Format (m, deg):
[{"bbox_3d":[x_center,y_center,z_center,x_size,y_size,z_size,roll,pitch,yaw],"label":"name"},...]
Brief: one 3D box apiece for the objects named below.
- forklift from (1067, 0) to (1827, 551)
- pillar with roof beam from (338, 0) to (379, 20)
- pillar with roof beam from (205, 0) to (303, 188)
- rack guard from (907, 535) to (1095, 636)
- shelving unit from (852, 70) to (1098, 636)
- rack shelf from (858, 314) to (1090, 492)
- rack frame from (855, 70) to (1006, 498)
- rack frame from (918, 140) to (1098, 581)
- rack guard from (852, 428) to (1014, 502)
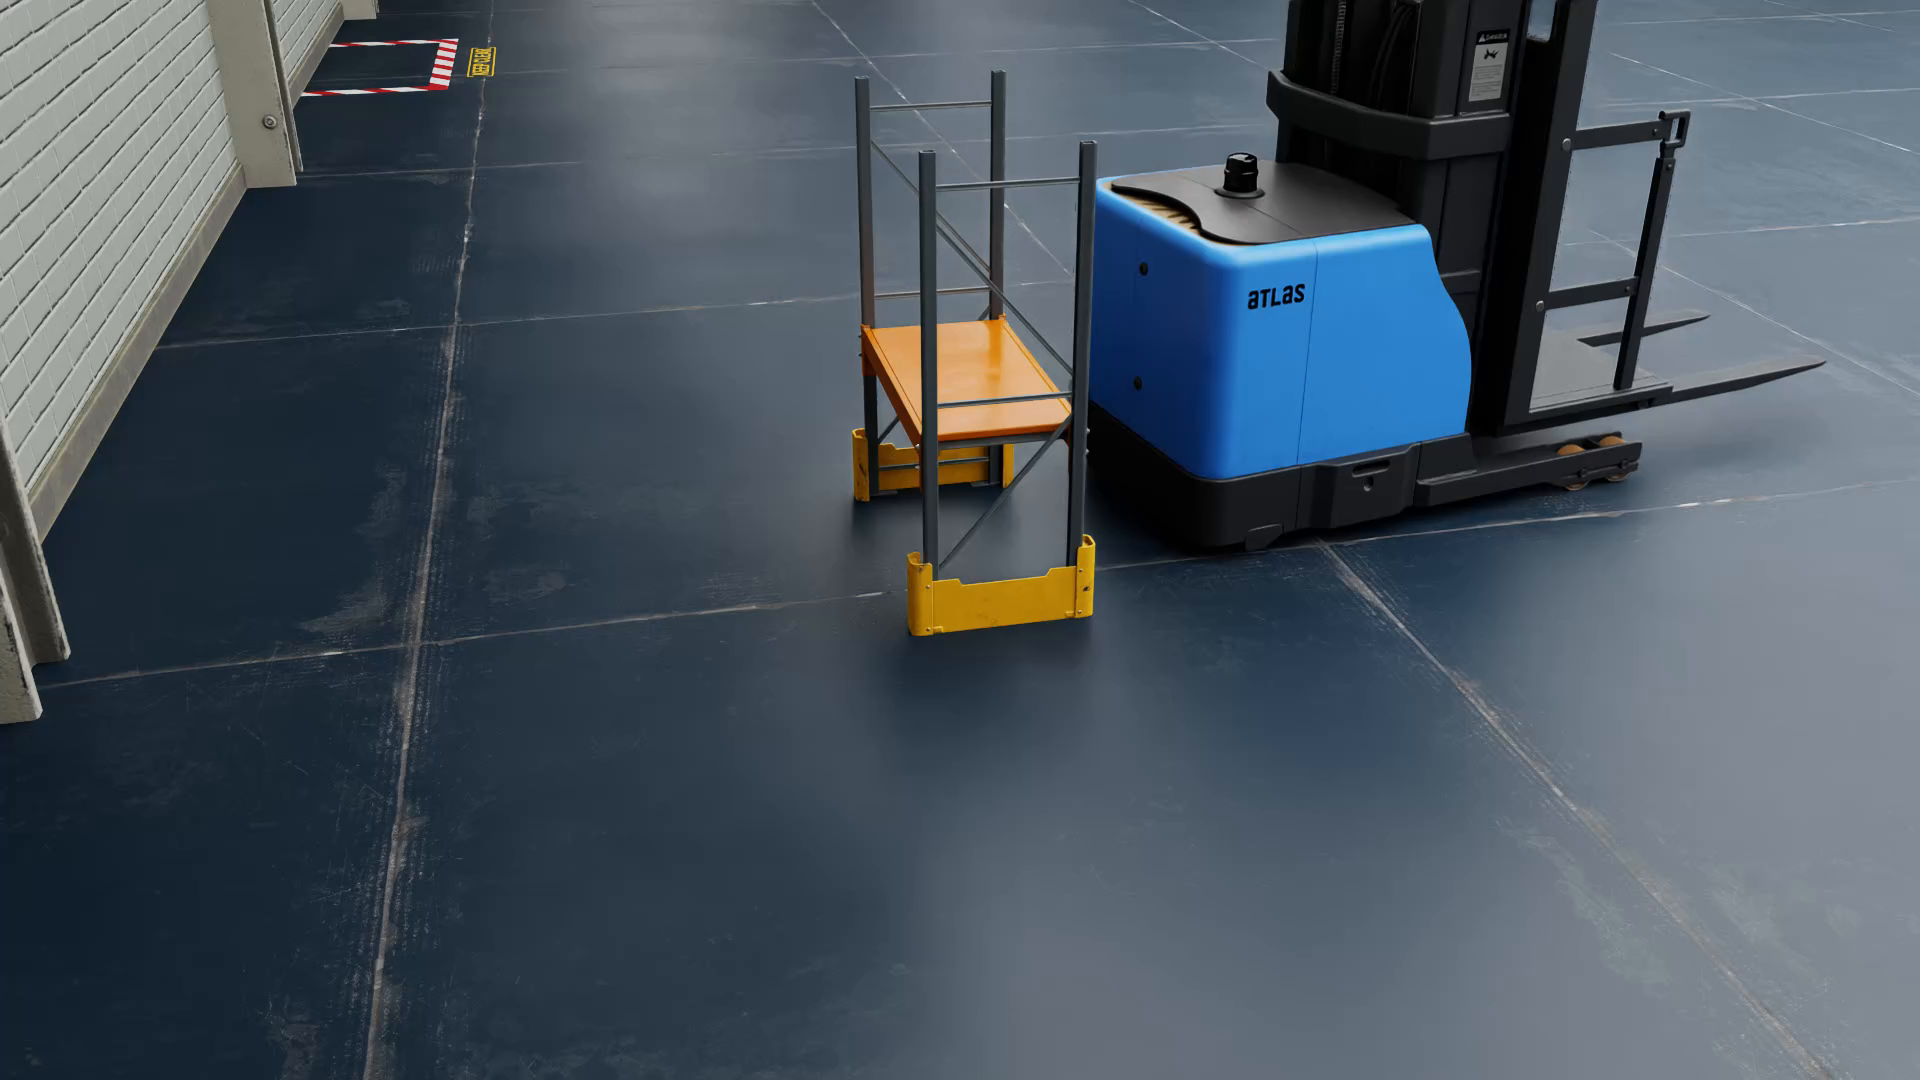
[{"bbox_3d":[1.968,-1.696,5.857,3.031,2.935,1.130,-11,29,-21],"label":"forklift"},{"bbox_3d":[-1.332,-9.282,14.154,9.100,9.000,0.400,-6,27,-12],"label":"pillar with roof beam"},{"bbox_3d":[0.020,-6.648,8.935,9.100,9.000,0.400,-6,27,-12],"label":"pillar with roof beam"},{"bbox_3d":[0.129,0.140,5.194,0.587,0.250,0.087,-6,27,-12],"label":"rack guard"},{"bbox_3d":[0.017,-0.636,5.346,0.587,1.500,1.083,-6,27,-12],"label":"shelving unit"},{"bbox_3d":[0.019,-0.472,5.419,0.538,0.185,1.000,-6,27,-12],"label":"rack shelf"},{"bbox_3d":[-0.095,-0.855,5.780,0.500,1.500,0.032,-6,27,-12],"label":"rack frame"},{"bbox_3d":[0.134,-0.409,4.896,0.500,1.500,0.032,-6,27,-12],"label":"rack frame"},{"bbox_3d":[-0.095,-0.297,6.061,0.587,0.250,0.087,-6,27,-12],"label":"rack guard"}]
